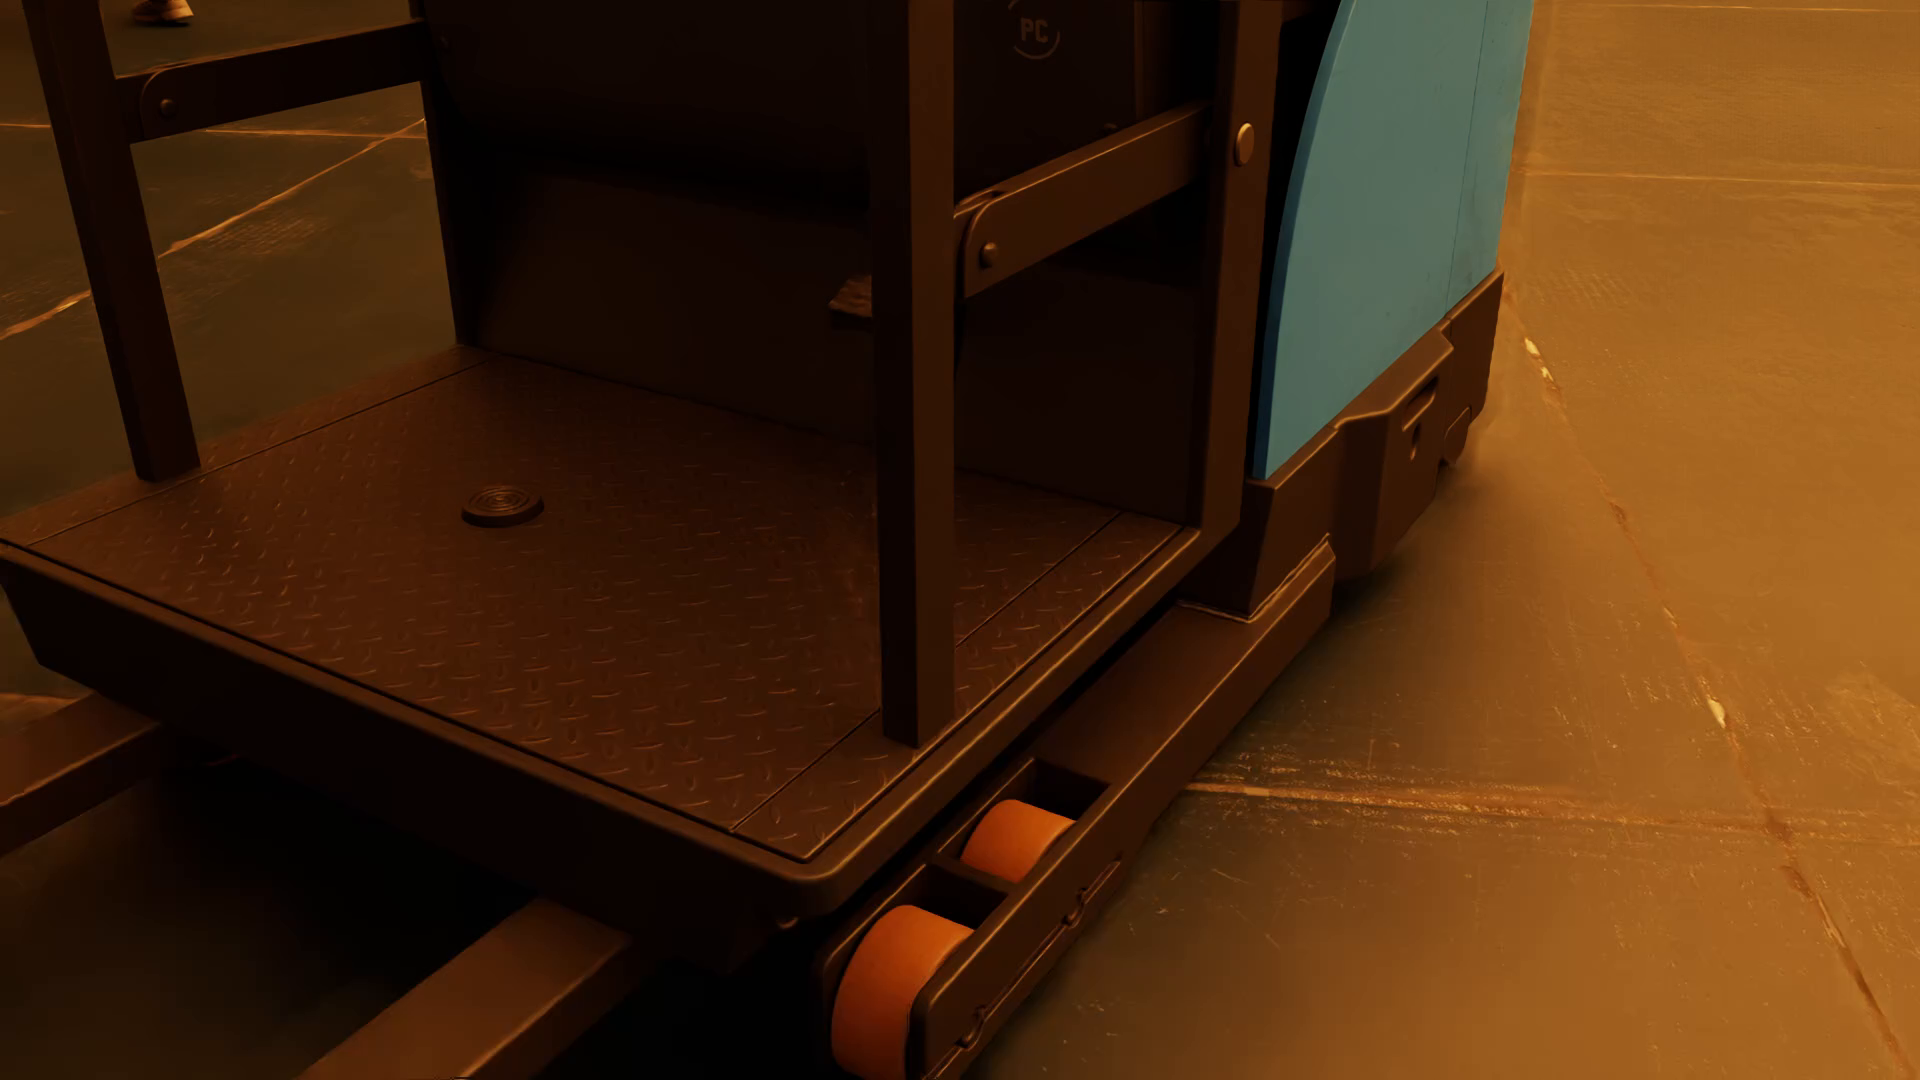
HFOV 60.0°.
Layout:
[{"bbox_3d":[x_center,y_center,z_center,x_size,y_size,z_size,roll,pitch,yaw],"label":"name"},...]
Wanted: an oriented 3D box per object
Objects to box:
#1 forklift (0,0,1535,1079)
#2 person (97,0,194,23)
[{"bbox_3d":[-0.317,-1.049,1.319,1.130,2.935,3.031,15,30,28],"label":"forklift"},{"bbox_3d":[-3.259,-2.768,6.176,0.703,1.695,0.818,9,28,18],"label":"person"}]
